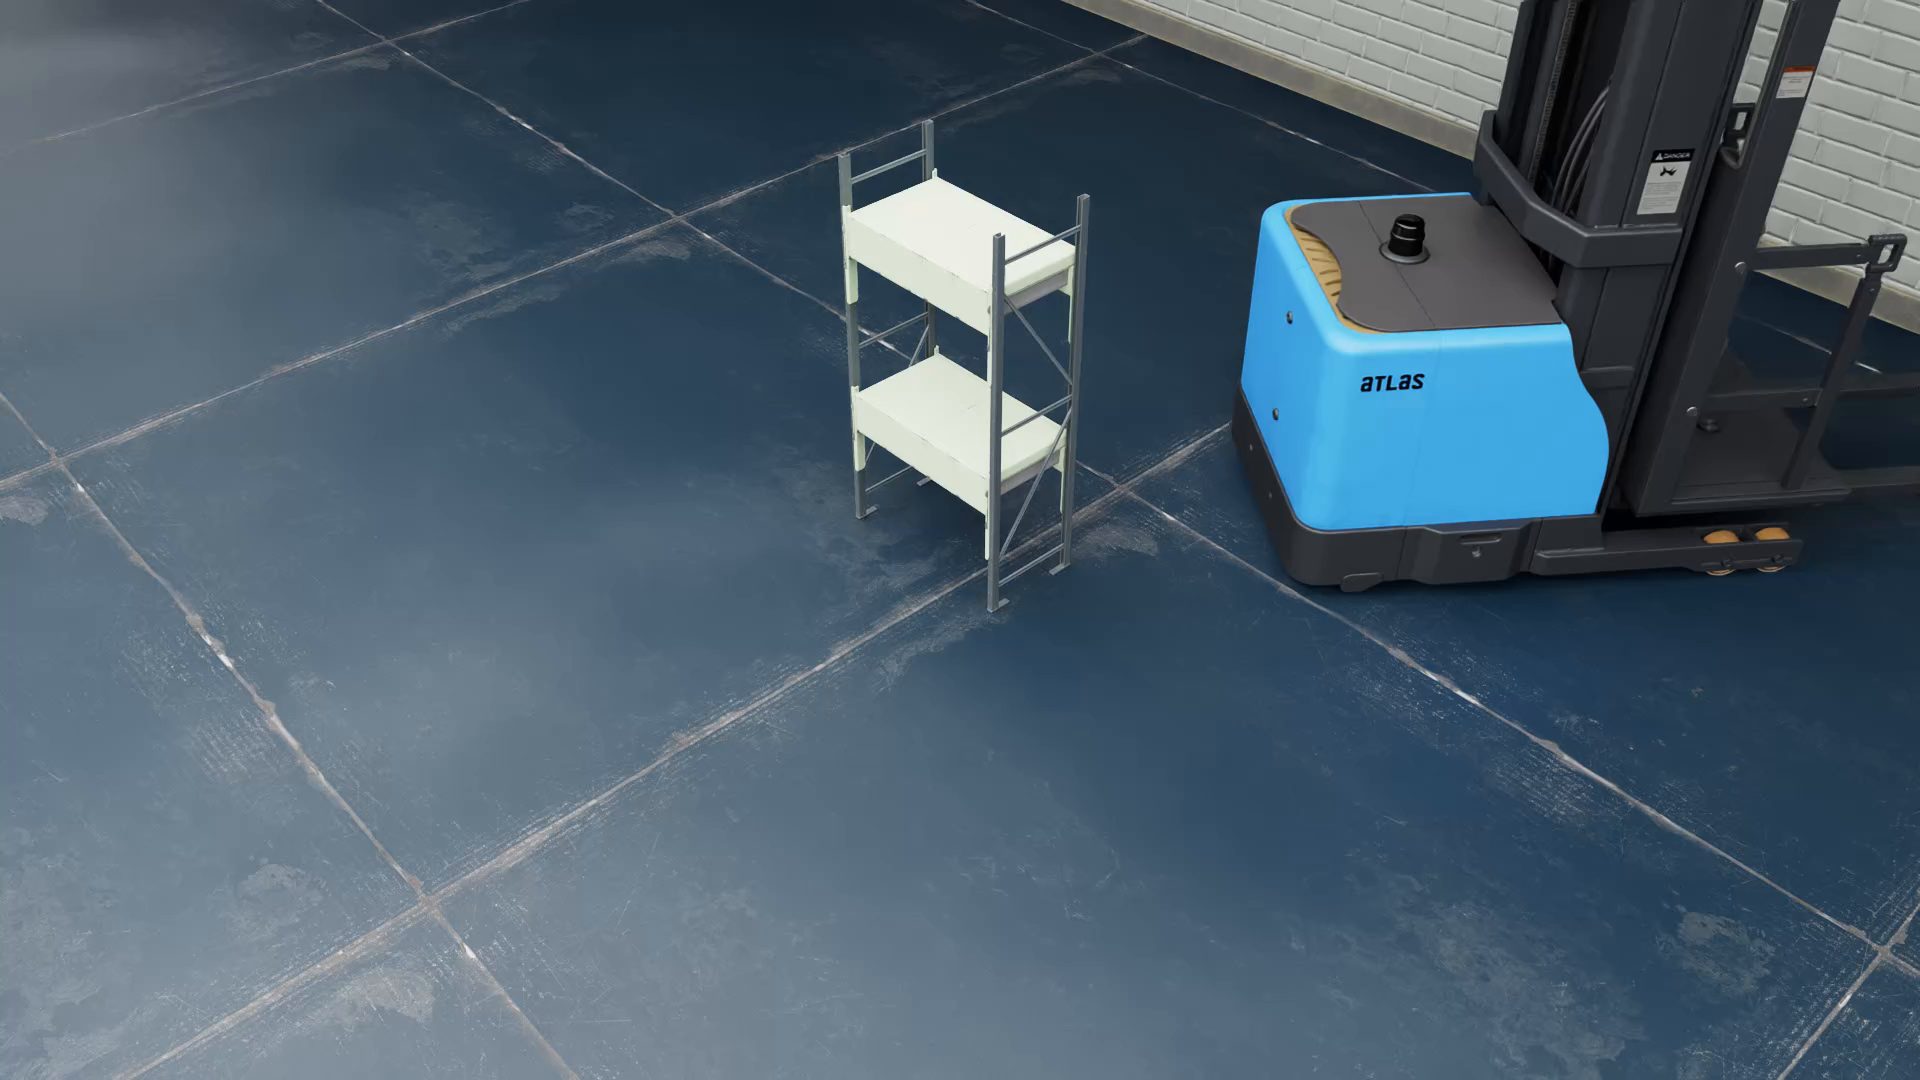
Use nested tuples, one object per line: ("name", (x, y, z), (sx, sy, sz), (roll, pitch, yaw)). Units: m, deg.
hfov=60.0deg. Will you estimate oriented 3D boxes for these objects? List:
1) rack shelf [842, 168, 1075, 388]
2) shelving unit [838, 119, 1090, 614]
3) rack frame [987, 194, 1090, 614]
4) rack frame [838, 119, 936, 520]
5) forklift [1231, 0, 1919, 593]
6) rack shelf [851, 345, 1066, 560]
("rack shelf", (0.005, -0.884, 5.530), (0.431, 0.370, 0.720), (-30, 48, -32))
("shelving unit", (0.005, -0.580, 5.775), (0.431, 1.500, 0.755), (-30, 48, -32))
("rack frame", (0.252, -0.411, 5.565), (0.400, 1.500, 0.023), (-30, 48, -32))
("rack frame", (-0.243, -0.750, 5.985), (0.400, 1.500, 0.023), (-30, 48, -32))
("forklift", (2.637, -1.339, 5.575), (3.031, 2.935, 1.130), (-4, 39, -5))
("rack shelf", (0.005, -0.327, 5.980), (0.431, 0.370, 0.720), (-30, 48, -32))
